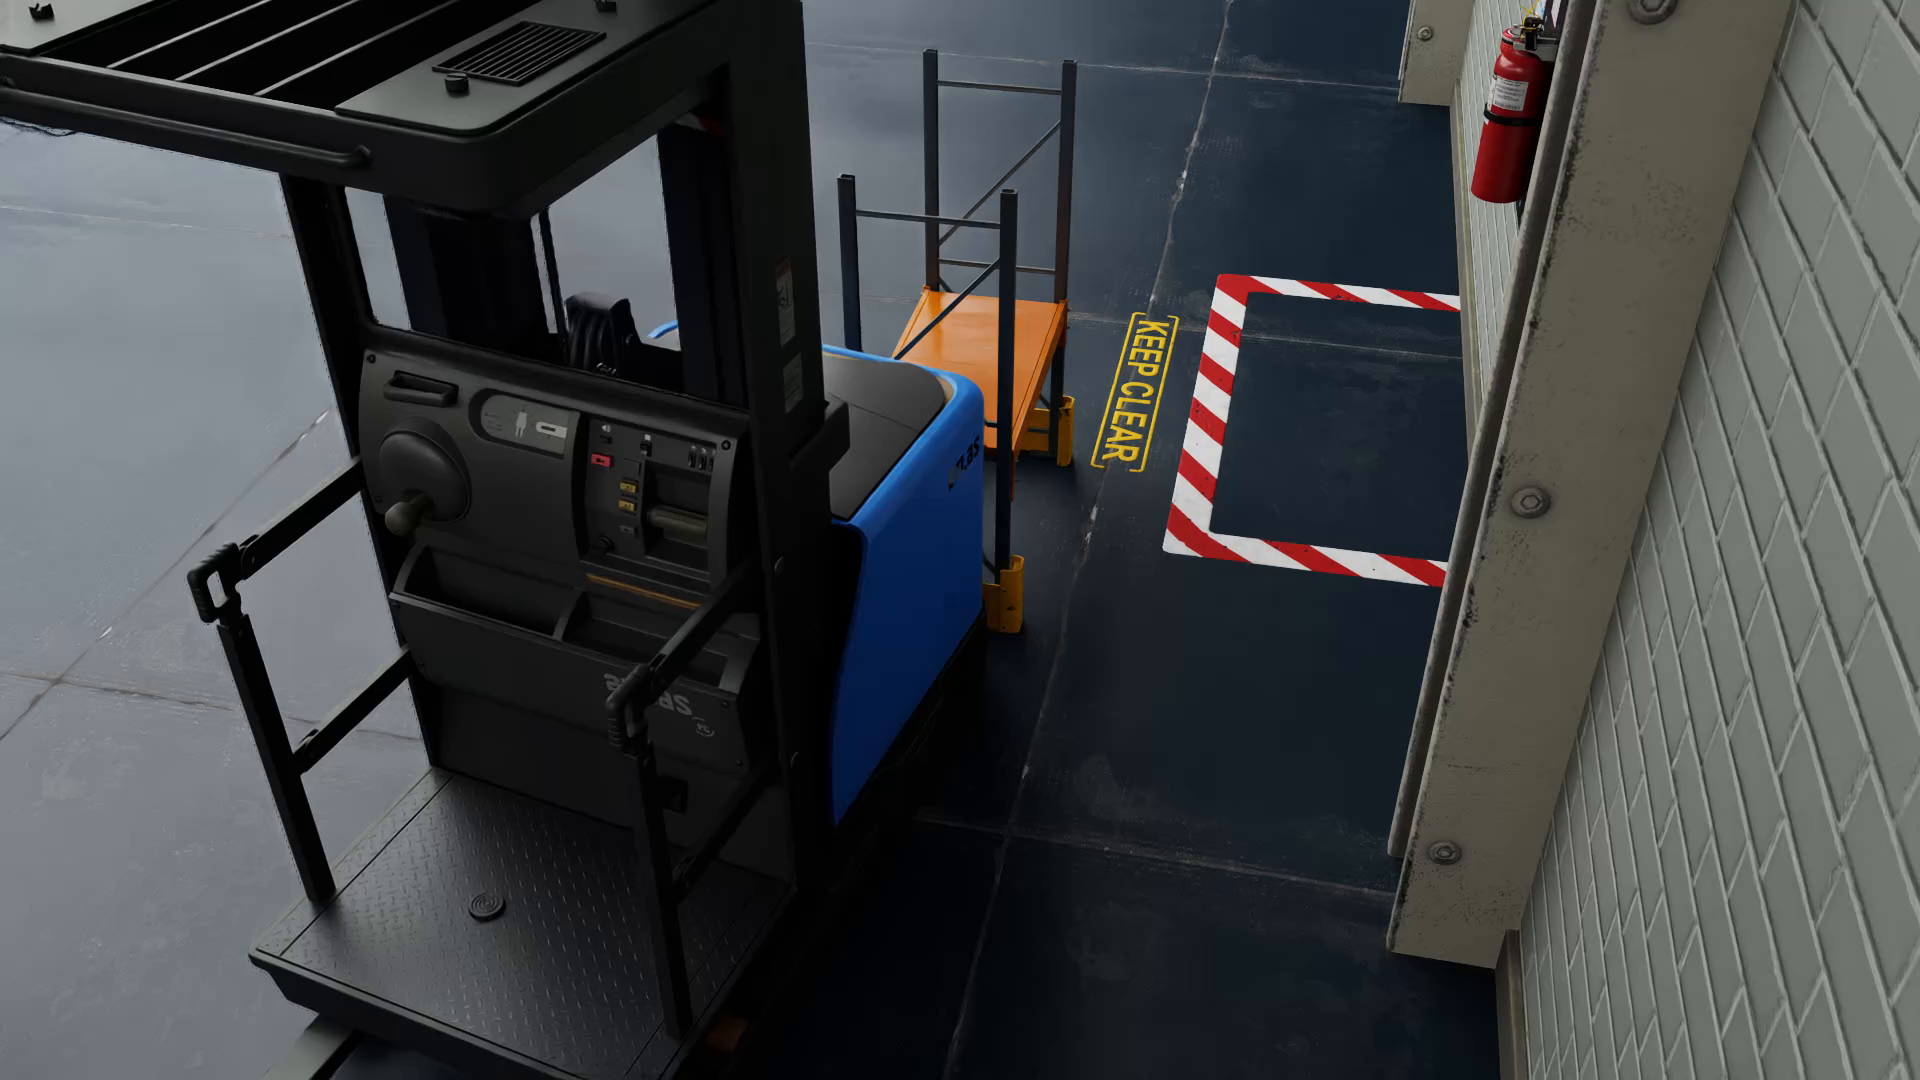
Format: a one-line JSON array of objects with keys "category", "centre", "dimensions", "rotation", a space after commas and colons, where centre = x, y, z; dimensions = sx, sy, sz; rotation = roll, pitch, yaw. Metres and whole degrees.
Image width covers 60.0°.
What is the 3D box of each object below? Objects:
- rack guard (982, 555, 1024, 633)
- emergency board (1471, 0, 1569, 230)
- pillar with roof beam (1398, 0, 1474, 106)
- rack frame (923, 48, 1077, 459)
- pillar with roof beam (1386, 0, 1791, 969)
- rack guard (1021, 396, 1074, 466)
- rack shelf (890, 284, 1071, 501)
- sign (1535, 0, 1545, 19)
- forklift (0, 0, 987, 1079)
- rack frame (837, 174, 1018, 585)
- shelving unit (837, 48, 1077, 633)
[{"category": "rack guard", "centre": [-0.090, 0.141, 5.343], "dimensions": [0.587, 0.250, 0.087], "rotation": [7, 37, 10]}, {"category": "emergency board", "centre": [1.859, -1.662, 5.487], "dimensions": [0.194, 1.169, 0.643], "rotation": [7, 37, 10]}, {"category": "pillar with roof beam", "centre": [-1.630, -6.658, 7.269], "dimensions": [9.100, 9.000, 0.400], "rotation": [7, 37, 10]}, {"category": "rack frame", "centre": [0.127, -0.948, 5.779], "dimensions": [0.500, 1.500, 0.032], "rotation": [7, 37, 10]}, {"category": "pillar with roof beam", "centre": [-2.912, -3.219, 2.523], "dimensions": [9.100, 9.000, 0.400], "rotation": [7, 37, 10]}, {"category": "rack guard", "centre": [0.123, -0.430, 6.131], "dimensions": [0.587, 0.250, 0.087], "rotation": [7, 37, 10]}, {"category": "rack shelf", "centre": [0.018, -0.511, 5.483], "dimensions": [0.538, 0.185, 1.000], "rotation": [7, 37, 10]}, {"category": "sign", "centre": [2.078, -1.980, 5.896], "dimensions": [0.001, 0.329, 0.234], "rotation": [7, 37, 10]}, {"category": "forklift", "centre": [-0.965, -0.078, 3.361], "dimensions": [1.130, 2.935, 3.031], "rotation": [14, 38, 19]}, {"category": "rack frame", "centre": [-0.090, -0.365, 4.975], "dimensions": [0.500, 1.500, 0.032], "rotation": [7, 37, 10]}, {"category": "shelving unit", "centre": [0.016, -0.651, 5.370], "dimensions": [0.587, 1.500, 1.083], "rotation": [7, 37, 10]}]
